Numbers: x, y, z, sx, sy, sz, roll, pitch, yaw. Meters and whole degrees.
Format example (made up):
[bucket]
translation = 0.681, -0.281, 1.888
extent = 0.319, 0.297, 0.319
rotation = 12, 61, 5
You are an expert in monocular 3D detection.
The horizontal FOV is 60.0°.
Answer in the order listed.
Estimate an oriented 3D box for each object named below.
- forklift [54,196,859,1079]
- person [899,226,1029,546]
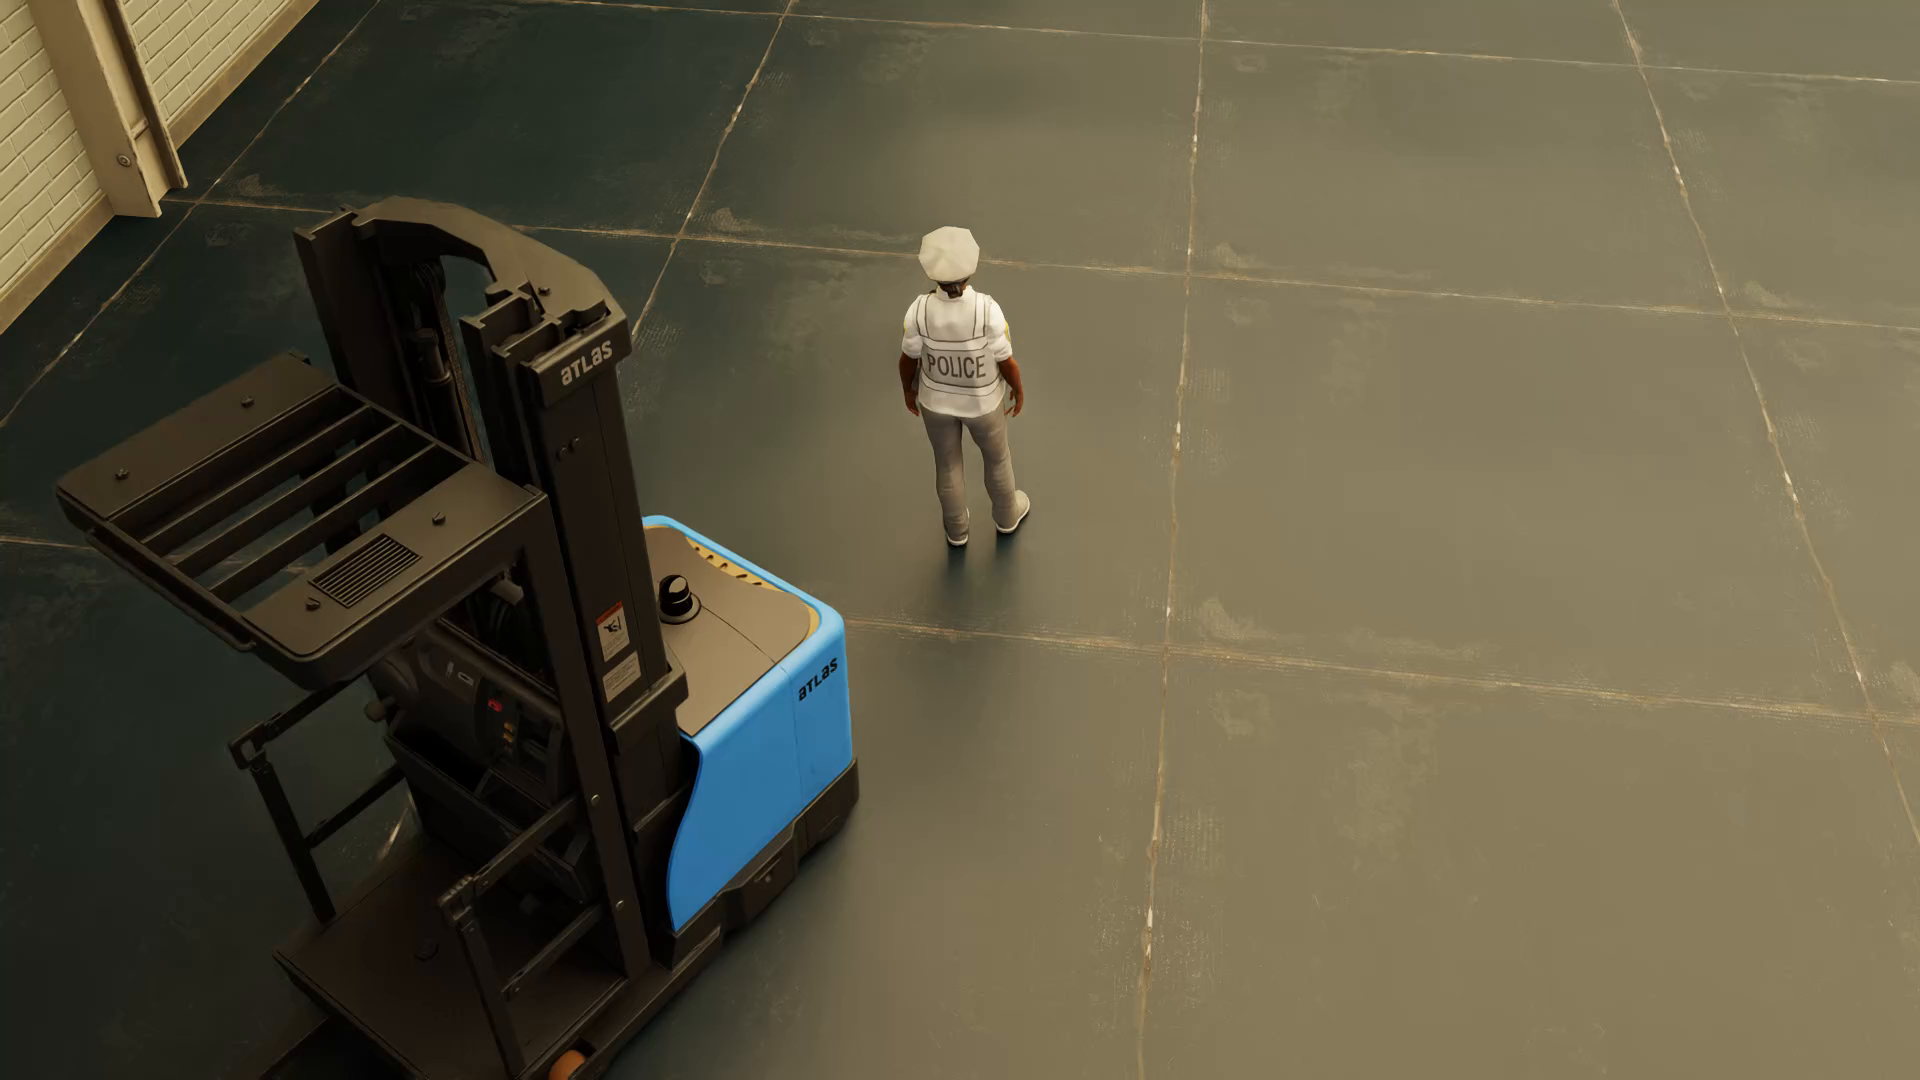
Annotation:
[forklift]
translation = -1.692, 0.582, 5.090
extent = 1.130, 2.935, 3.031
rotation = 27, 49, 26
[person]
translation = 0.030, -0.677, 7.367
extent = 0.569, 1.693, 0.528
rotation = 5, 43, 6
